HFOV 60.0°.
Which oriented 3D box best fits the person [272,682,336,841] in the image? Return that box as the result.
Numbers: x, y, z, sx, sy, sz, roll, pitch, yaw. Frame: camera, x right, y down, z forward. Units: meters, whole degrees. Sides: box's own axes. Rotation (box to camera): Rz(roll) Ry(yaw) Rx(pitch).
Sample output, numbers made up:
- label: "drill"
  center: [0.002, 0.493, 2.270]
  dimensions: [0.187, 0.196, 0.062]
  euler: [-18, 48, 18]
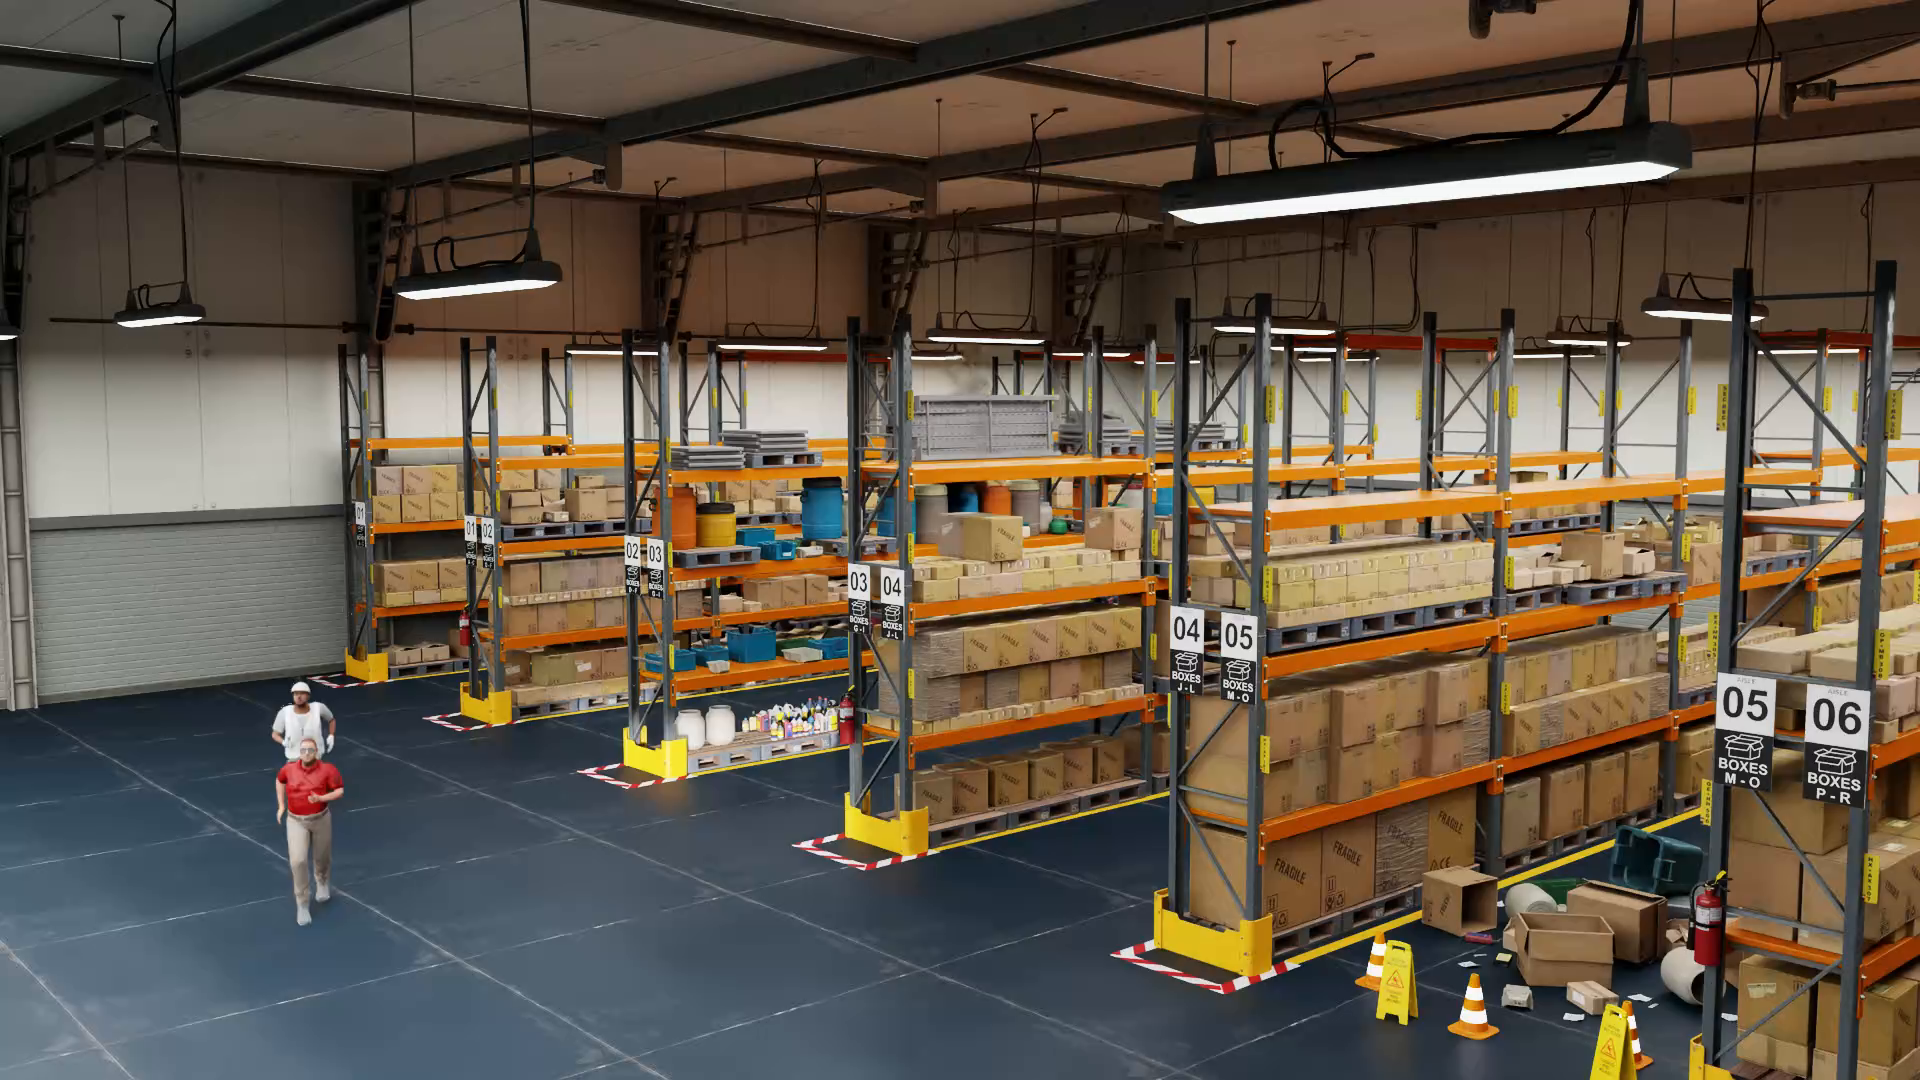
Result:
- label: "person"
  center: [-7.669, 2.536, 19.465]
  dimensions: [0.691, 1.787, 0.982]
  euler: [-2, 5, -18]

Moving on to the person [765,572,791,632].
- label: "person"
  center: [-3.482, 1.433, 32.265]
  dimensions: [0.781, 1.792, 0.628]
  euler: [-5, 7, -42]

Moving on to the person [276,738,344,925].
- label: "person"
  center: [-6.417, 2.832, 16.442]
  dimensions: [0.634, 1.790, 0.875]
  euler: [-2, 5, -19]
